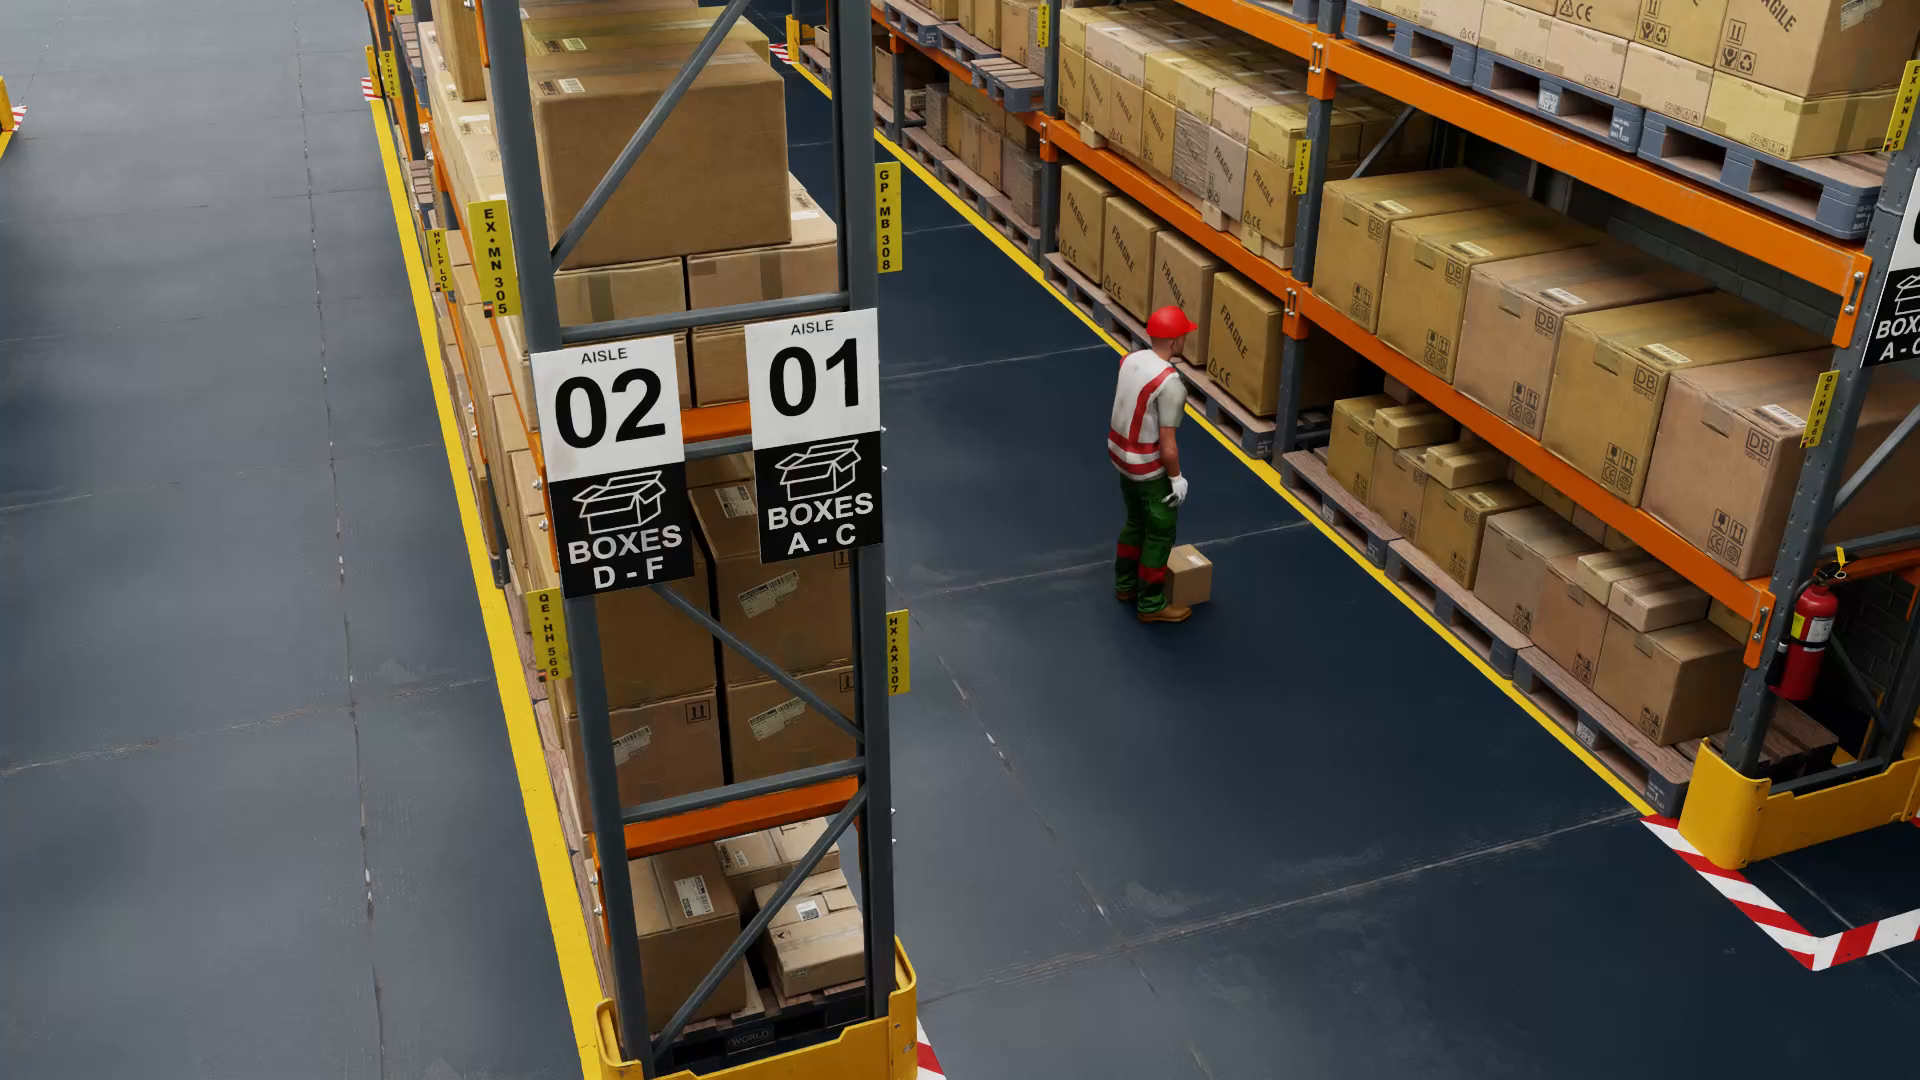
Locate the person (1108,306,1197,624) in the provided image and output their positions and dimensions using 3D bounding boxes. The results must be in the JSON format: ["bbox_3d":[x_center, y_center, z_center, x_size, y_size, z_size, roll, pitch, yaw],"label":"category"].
[{"bbox_3d":[1.049,-0.417,9.068,0.452,1.777,0.610,-12,32,-20],"label":"person"}]
